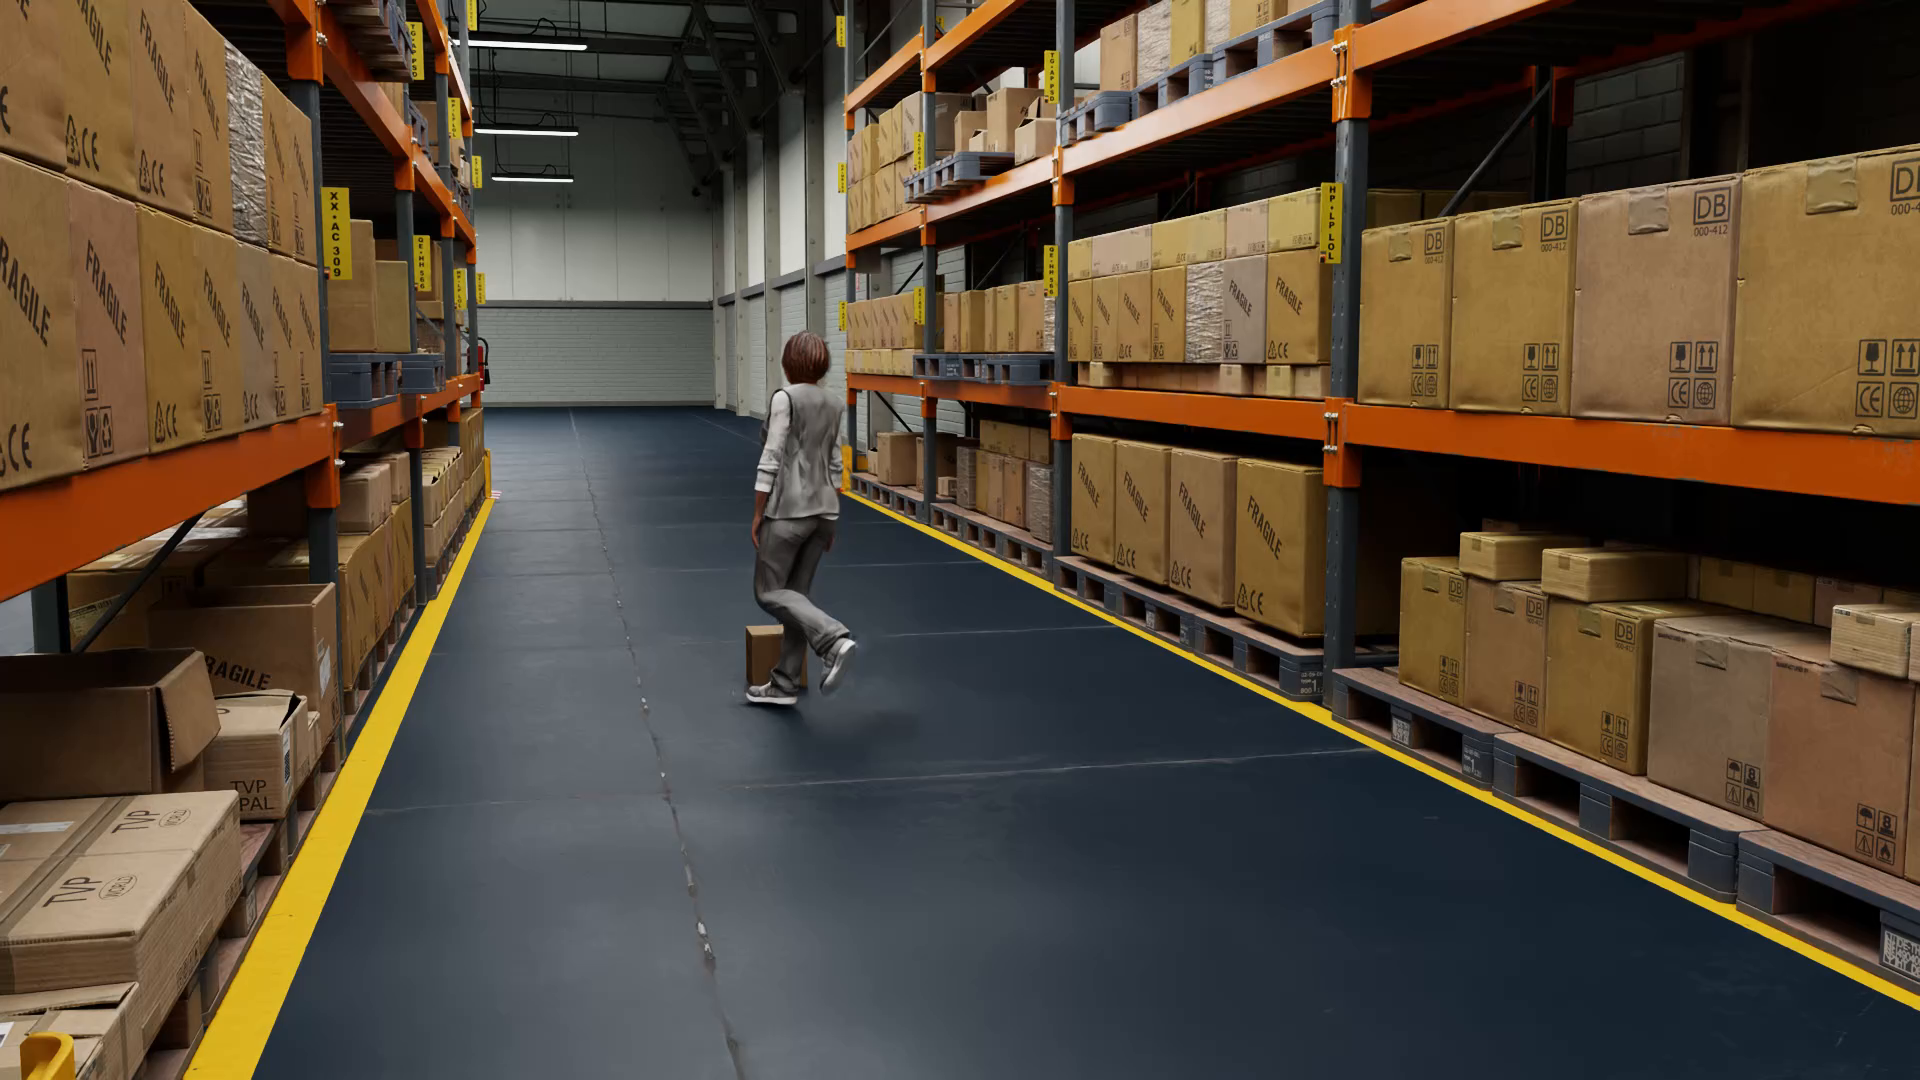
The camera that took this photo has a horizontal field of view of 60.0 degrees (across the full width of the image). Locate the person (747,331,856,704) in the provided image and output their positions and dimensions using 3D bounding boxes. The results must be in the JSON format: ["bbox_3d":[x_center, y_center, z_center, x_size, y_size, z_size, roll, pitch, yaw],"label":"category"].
[{"bbox_3d":[-0.637,-0.079,7.002,0.625,1.590,0.455,5,8,38],"label":"person"}]
